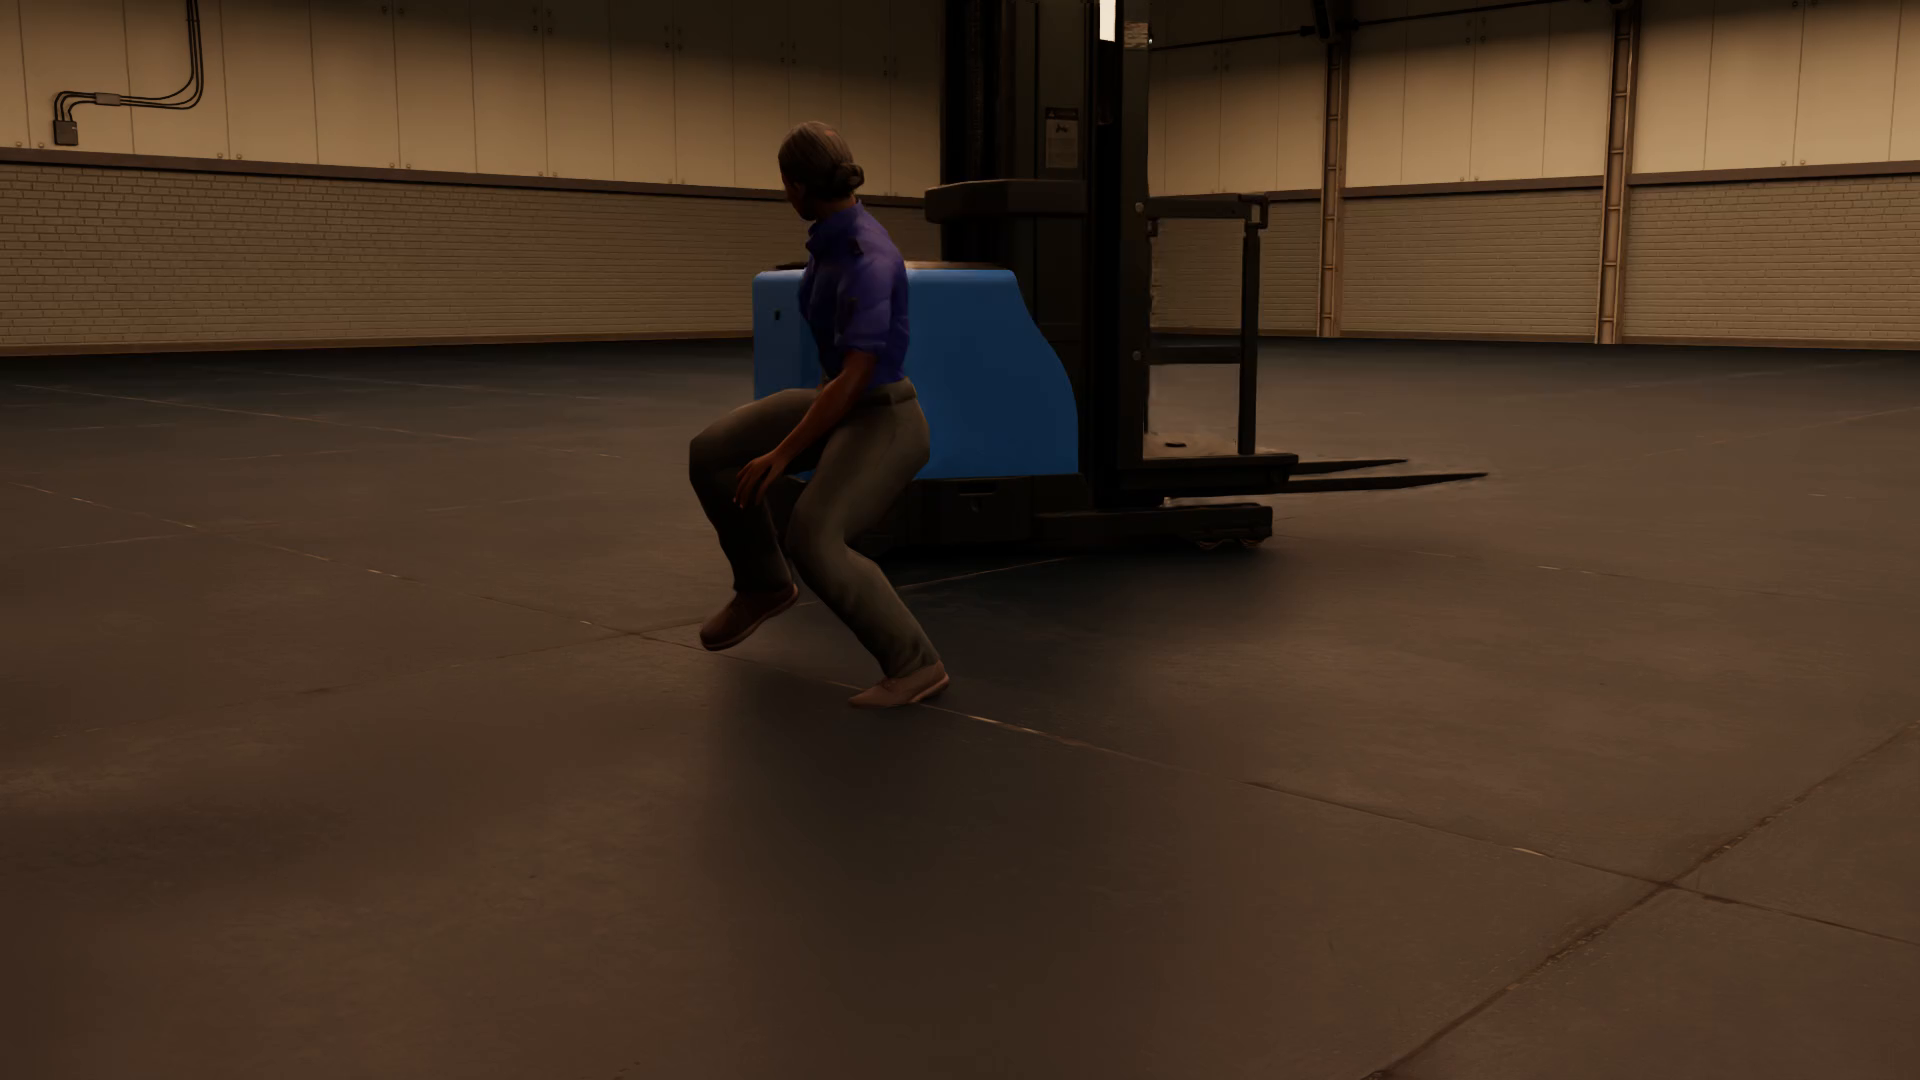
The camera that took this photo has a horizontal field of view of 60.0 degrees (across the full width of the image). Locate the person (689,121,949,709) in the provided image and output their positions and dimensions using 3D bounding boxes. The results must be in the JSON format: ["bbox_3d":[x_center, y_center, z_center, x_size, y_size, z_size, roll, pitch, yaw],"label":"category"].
[{"bbox_3d":[-0.376,-0.315,4.212,0.626,1.432,0.722,-5,10,-28],"label":"person"}]

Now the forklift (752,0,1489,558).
[{"bbox_3d":[0.717,-1.487,6.748,3.031,2.935,1.130,-3,9,-18],"label":"forklift"}]
